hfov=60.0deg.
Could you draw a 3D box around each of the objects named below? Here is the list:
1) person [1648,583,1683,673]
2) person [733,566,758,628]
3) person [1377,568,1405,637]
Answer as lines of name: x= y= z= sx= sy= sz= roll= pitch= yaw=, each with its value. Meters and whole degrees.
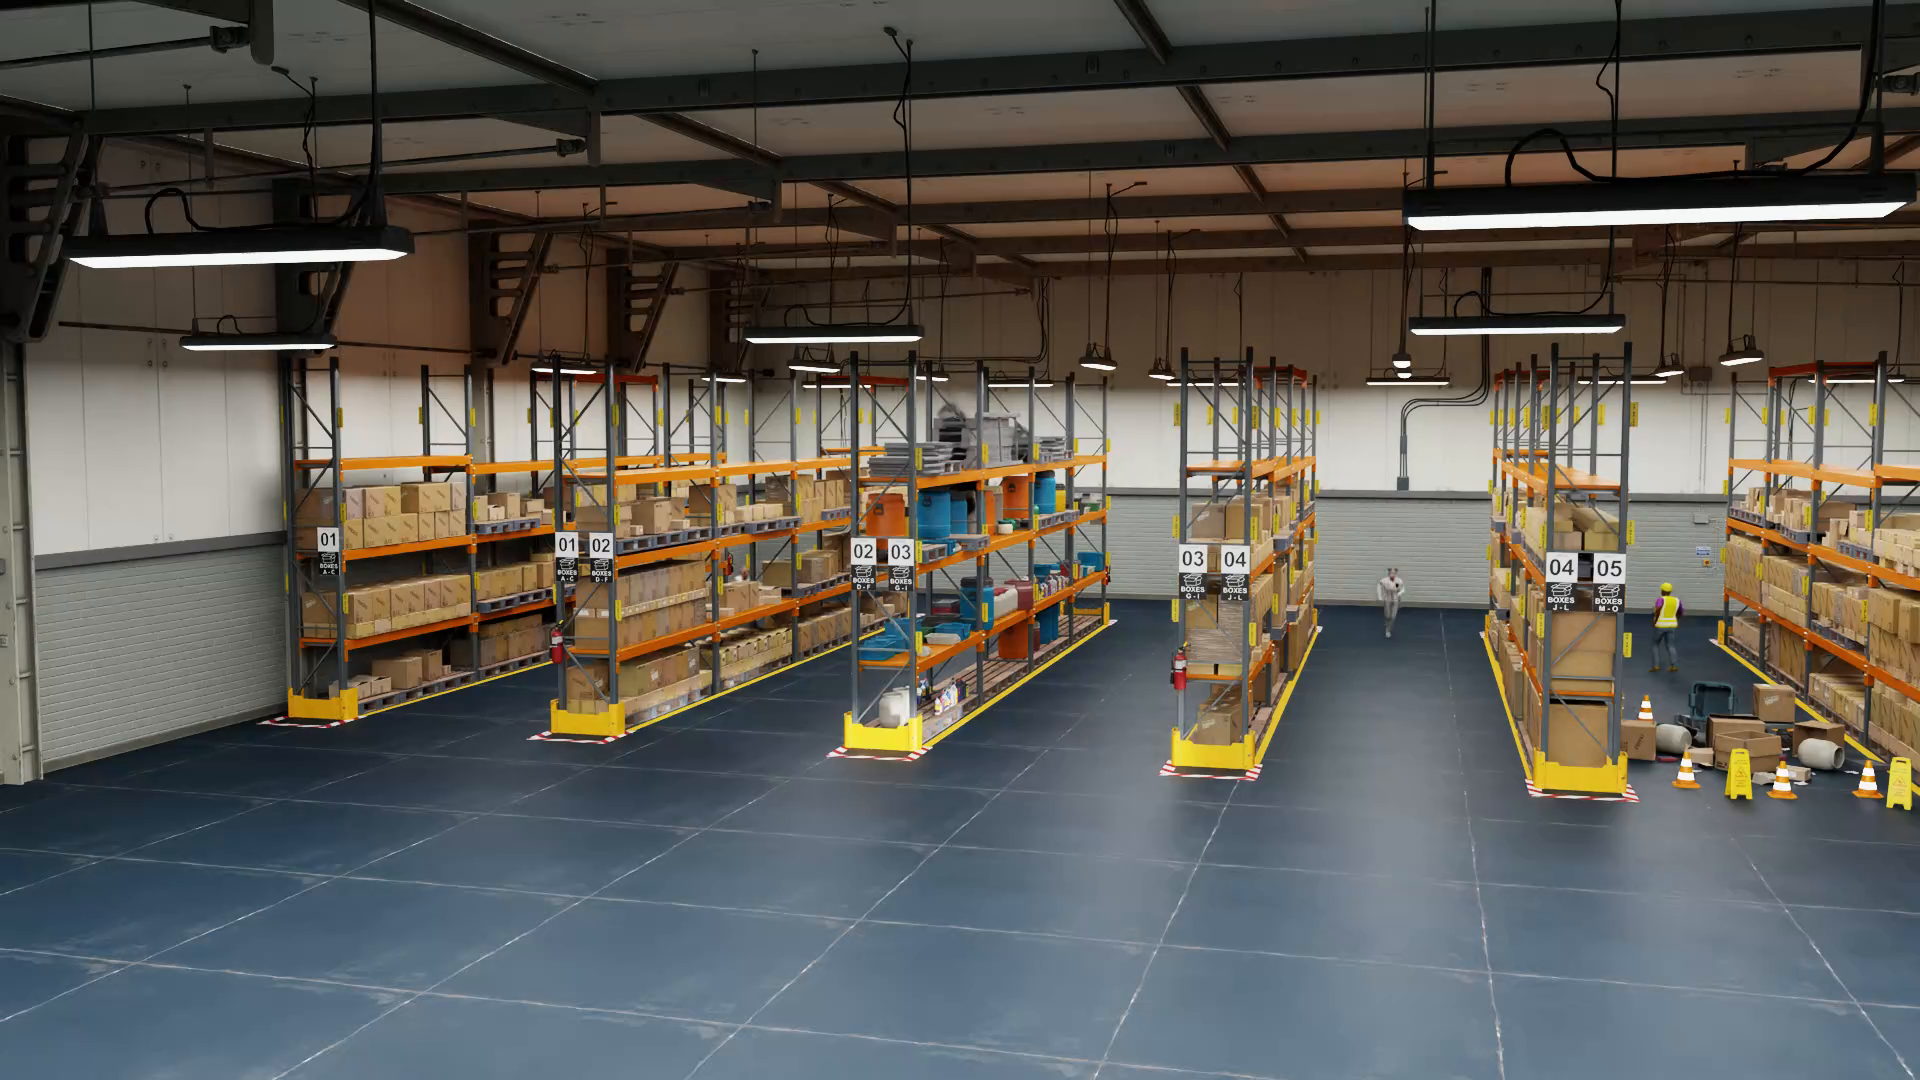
person: x=13.742 y=1.740 z=32.331 sx=0.679 sy=1.816 sz=0.806 roll=0 pitch=4 yaw=-2
person: x=-4.664 y=1.453 z=36.492 sx=0.715 sy=1.796 sz=0.973 roll=1 pitch=4 yaw=10
person: x=9.863 y=1.421 z=38.072 sx=0.607 sy=1.623 sz=0.680 roll=1 pitch=4 yaw=7
